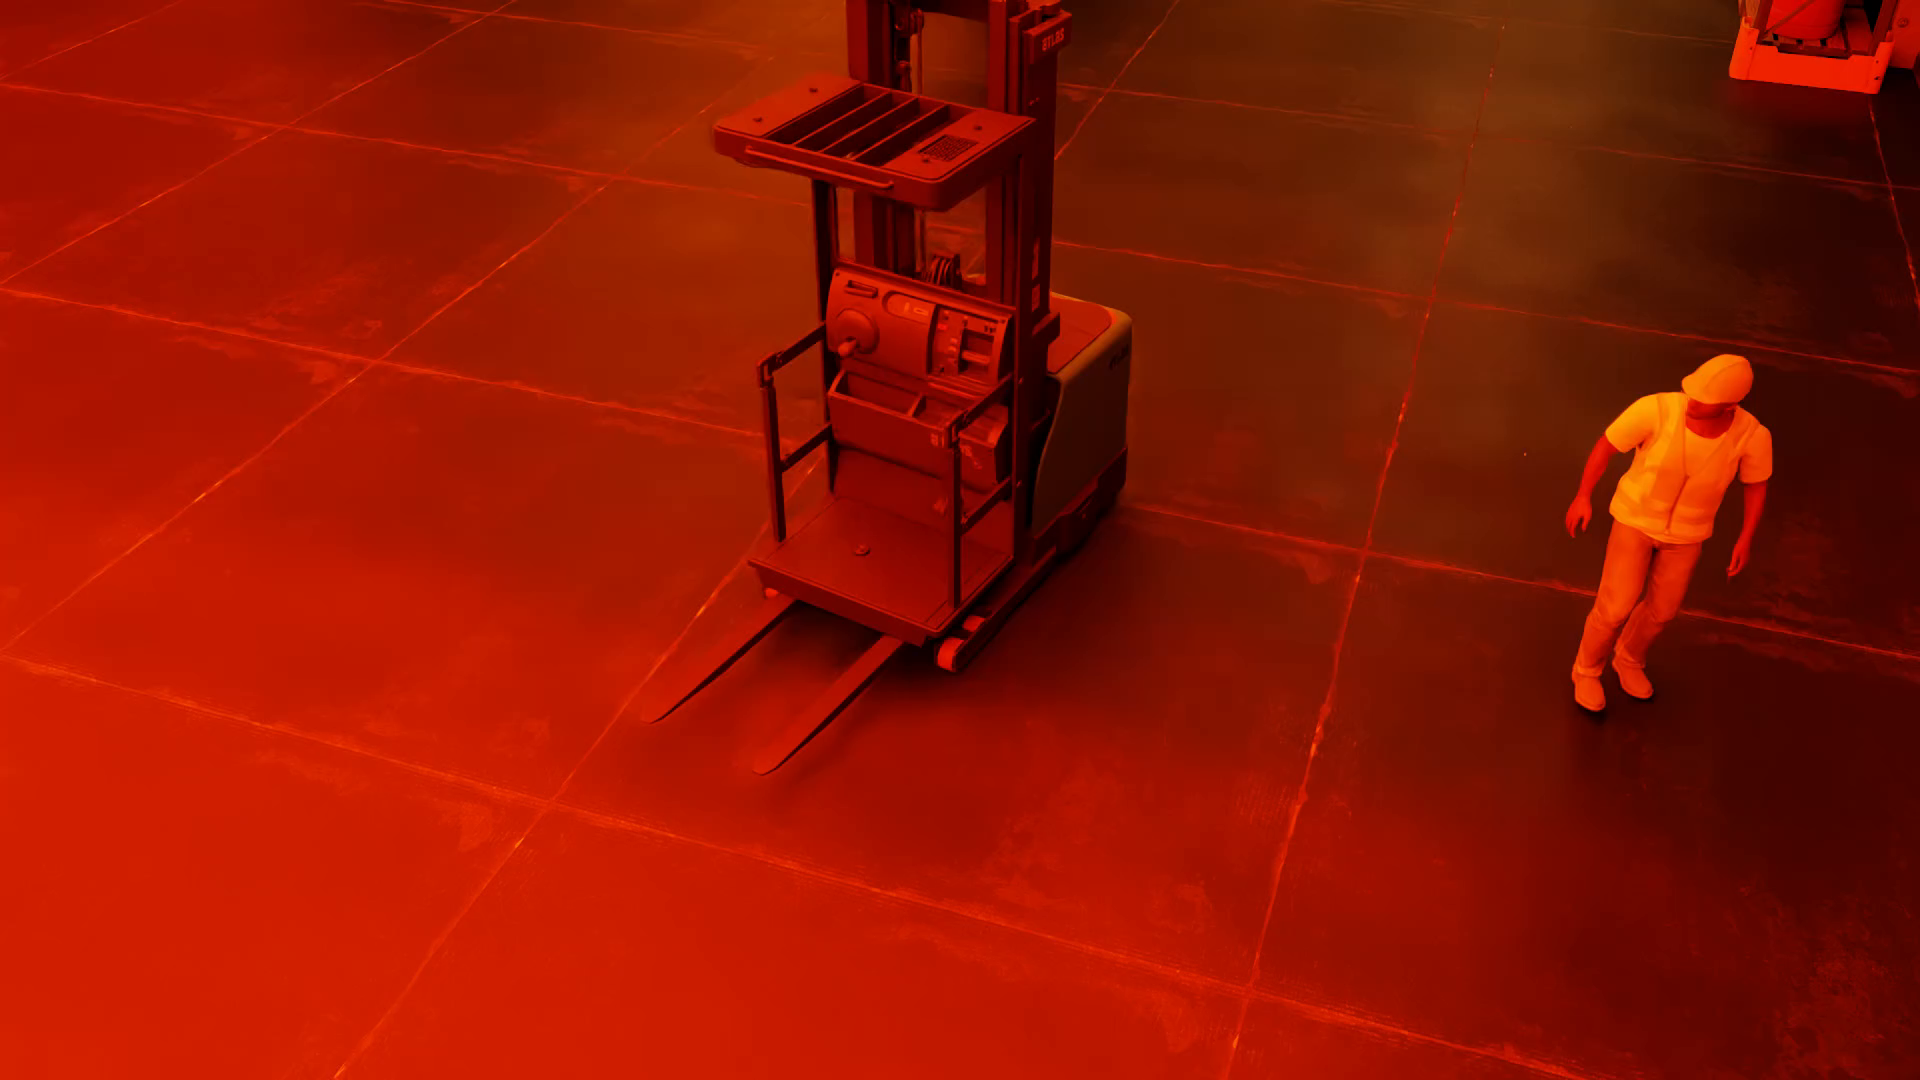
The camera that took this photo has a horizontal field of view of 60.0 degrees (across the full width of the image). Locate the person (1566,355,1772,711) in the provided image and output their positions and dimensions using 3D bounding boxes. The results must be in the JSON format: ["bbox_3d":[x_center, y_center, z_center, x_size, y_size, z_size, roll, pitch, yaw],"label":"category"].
[{"bbox_3d":[3.025,-0.021,7.158,0.780,1.755,0.506,7,36,9],"label":"person"}]

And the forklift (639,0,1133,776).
[{"bbox_3d":[-0.310,-0.887,7.361,1.130,2.935,3.031,20,40,25],"label":"forklift"}]
